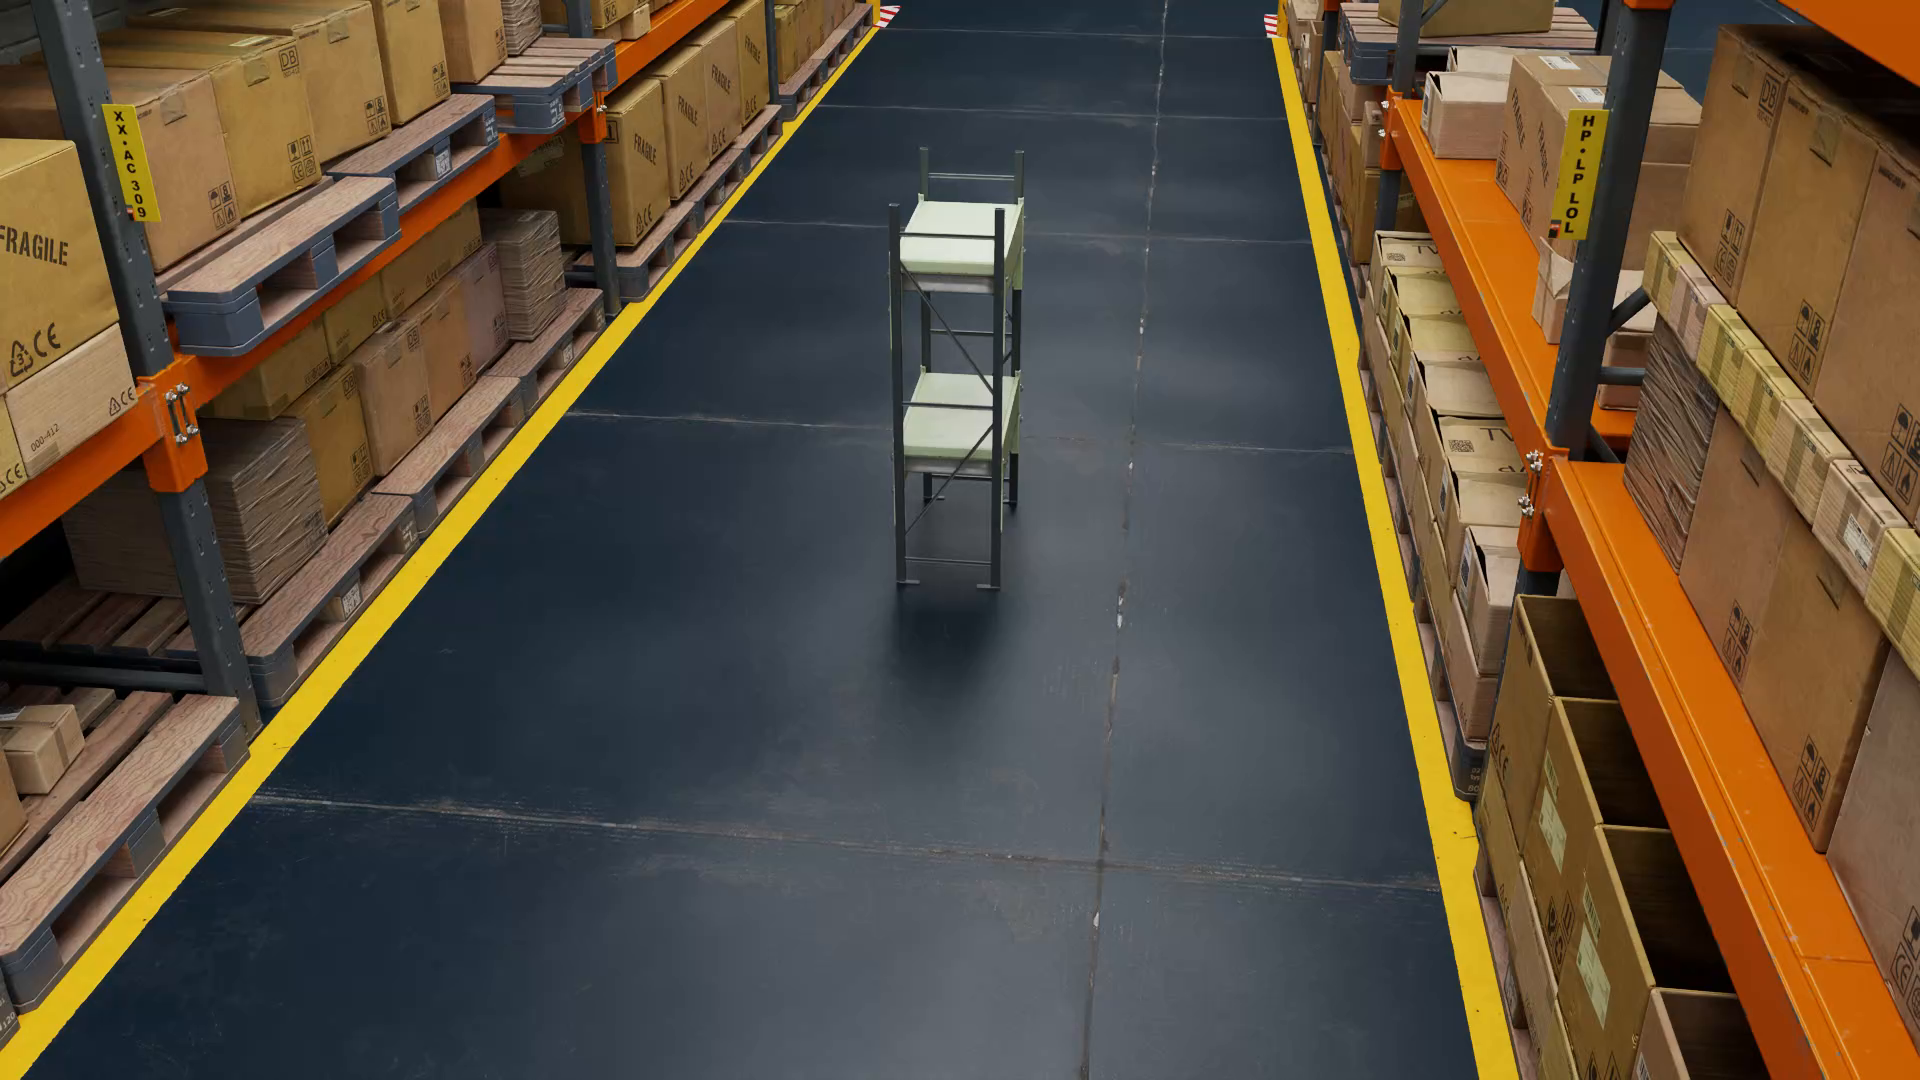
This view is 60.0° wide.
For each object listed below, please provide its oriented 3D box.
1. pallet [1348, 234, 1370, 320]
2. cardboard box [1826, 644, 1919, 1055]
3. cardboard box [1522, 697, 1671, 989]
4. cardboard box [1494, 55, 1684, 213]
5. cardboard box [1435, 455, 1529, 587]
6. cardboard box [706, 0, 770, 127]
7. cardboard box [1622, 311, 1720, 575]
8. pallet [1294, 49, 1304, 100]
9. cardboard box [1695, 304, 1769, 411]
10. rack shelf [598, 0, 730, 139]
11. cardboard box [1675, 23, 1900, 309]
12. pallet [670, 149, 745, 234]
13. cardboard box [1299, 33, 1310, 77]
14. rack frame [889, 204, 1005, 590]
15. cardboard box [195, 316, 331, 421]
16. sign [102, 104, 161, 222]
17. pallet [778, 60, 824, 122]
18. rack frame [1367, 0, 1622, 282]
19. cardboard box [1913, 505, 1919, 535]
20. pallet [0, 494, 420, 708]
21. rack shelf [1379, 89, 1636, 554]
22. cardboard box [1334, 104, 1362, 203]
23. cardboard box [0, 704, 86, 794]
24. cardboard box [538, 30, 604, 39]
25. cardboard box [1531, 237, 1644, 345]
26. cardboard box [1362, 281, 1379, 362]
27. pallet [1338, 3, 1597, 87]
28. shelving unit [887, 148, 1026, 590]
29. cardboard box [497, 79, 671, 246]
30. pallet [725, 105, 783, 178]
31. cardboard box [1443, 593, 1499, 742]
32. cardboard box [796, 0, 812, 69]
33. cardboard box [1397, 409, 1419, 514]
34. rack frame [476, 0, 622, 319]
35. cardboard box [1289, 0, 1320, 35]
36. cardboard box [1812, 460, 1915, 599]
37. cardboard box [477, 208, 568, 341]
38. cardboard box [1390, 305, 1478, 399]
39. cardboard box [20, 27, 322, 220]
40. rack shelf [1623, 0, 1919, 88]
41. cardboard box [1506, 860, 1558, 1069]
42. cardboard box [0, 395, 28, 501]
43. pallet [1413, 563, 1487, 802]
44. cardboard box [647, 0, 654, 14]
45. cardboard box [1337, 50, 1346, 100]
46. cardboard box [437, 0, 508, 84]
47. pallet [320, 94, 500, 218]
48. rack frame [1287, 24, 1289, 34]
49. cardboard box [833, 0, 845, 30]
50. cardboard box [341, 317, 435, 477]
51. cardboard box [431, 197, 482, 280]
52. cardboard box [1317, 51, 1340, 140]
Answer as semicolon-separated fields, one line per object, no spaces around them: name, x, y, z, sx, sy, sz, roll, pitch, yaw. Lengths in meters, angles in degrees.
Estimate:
pallet;2.697;-1.408;9.141;1.003;0.211;1.213;3;28;6
cardboard box;1.845;0.487;2.577;0.700;0.500;0.500;4;29;8
cardboard box;1.657;0.728;3.902;0.500;0.500;0.500;3;28;6
cardboard box;2.379;-1.540;6.340;0.500;0.500;0.500;2;28;3
cardboard box;1.901;-0.077;5.596;0.500;0.311;0.500;4;29;8
cardboard box;-1.809;-3.380;11.686;0.750;0.750;0.750;4;29;7
cardboard box;2.030;-0.238;3.924;0.700;0.500;0.500;3;28;5
pallet;3.290;-3.841;13.657;1.003;0.211;1.213;3;28;6
cardboard box;1.792;-0.378;3.500;0.380;0.149;0.250;3;28;5
rack shelf;-2.104;-3.197;10.281;1.077;0.370;4.000;3;28;6
cardboard box;2.030;-0.810;3.617;0.700;0.500;0.500;3;29;6
pallet;-2.025;-2.284;10.768;1.003;0.211;1.213;3;28;6
cardboard box;2.938;-3.817;13.043;0.500;0.311;0.500;3;28;6
rack frame;-0.046;-0.485;6.069;0.400;1.500;0.023;3;28;6
cardboard box;-2.715;-0.668;6.208;0.500;0.250;0.500;3;28;5
sign;-2.299;-1.043;4.610;0.100;0.325;0.005;3;28;6
pallet;-1.688;-3.581;13.175;1.003;0.211;1.213;3;28;6
rack frame;2.568;-2.286;7.831;1.000;3.000;0.127;3;28;6
cardboard box;1.846;-0.101;2.301;0.700;0.500;0.500;3;28;6
pallet;-2.745;0.171;6.209;1.003;0.211;1.213;3;28;6
rack shelf;2.323;-1.028;6.255;1.077;0.370;4.000;3;28;6
cardboard box;2.572;-2.325;10.074;0.500;0.500;0.500;2;28;4
cardboard box;-2.875;0.618;4.965;0.380;0.166;0.250;0;28;0
cardboard box;-2.078;-2.612;8.680;0.380;0.149;0.250;3;28;5
cardboard box;2.004;-0.769;5.156;0.396;0.266;0.258;3;28;5
cardboard box;2.213;-1.031;7.958;0.500;0.250;0.500;3;28;6
pallet;2.582;-2.525;8.477;1.213;0.211;1.003;3;28;6
shelving unit;-0.001;-0.657;6.388;0.431;1.500;0.755;3;28;6
cardboard box;-2.128;-2.150;9.401;0.750;0.750;0.750;3;28;6
pallet;-1.878;-2.860;11.837;1.003;0.211;1.213;3;28;6
cardboard box;1.841;0.410;5.283;0.500;0.250;0.500;3;28;6
cardboard box;-1.600;-4.122;13.432;0.700;0.500;0.500;3;28;6
cardboard box;2.031;-0.308;6.616;0.500;0.250;0.500;4;29;7
rack frame;-2.349;-2.573;8.363;1.000;3.000;0.127;3;28;6
cardboard box;3.139;-4.561;14.488;0.500;0.250;0.500;3;28;6
cardboard box;1.699;-0.011;2.819;0.380;0.149;0.250;3;28;5
cardboard box;-2.385;-1.324;8.216;0.700;0.500;0.500;4;29;7
cardboard box;2.092;-0.791;6.920;0.500;0.311;0.500;3;28;5
cardboard box;-2.667;-1.428;5.668;0.700;0.500;0.500;6;29;11
rack shelf;1.833;-0.466;2.048;1.077;0.370;4.000;3;28;6
cardboard box;1.654;1.058;4.080;0.500;0.250;0.500;3;28;6
cardboard box;-2.665;-0.158;4.017;0.500;0.250;0.500;3;29;6
pallet;2.130;0.475;5.646;1.003;0.211;1.213;3;28;6
cardboard box;-1.991;-3.099;9.583;0.380;0.149;0.250;4;29;7
cardboard box;2.635;-2.908;10.367;0.500;0.250;0.500;3;29;6
cardboard box;-2.438;-2.324;7.332;0.700;0.500;0.500;1;28;1
pallet;-2.551;-1.554;6.674;1.003;0.211;1.213;3;28;6
rack frame;3.548;-6.052;14.821;1.000;3.000;0.127;3;28;6
cardboard box;-1.416;-4.852;14.786;0.700;0.500;0.500;3;28;6
cardboard box;-2.649;-0.614;6.899;0.700;0.500;0.500;4;29;7
cardboard box;-2.517;-1.389;7.547;0.500;0.250;0.500;4;29;7
cardboard box;2.757;-3.049;11.419;0.500;0.500;0.500;2;28;4
